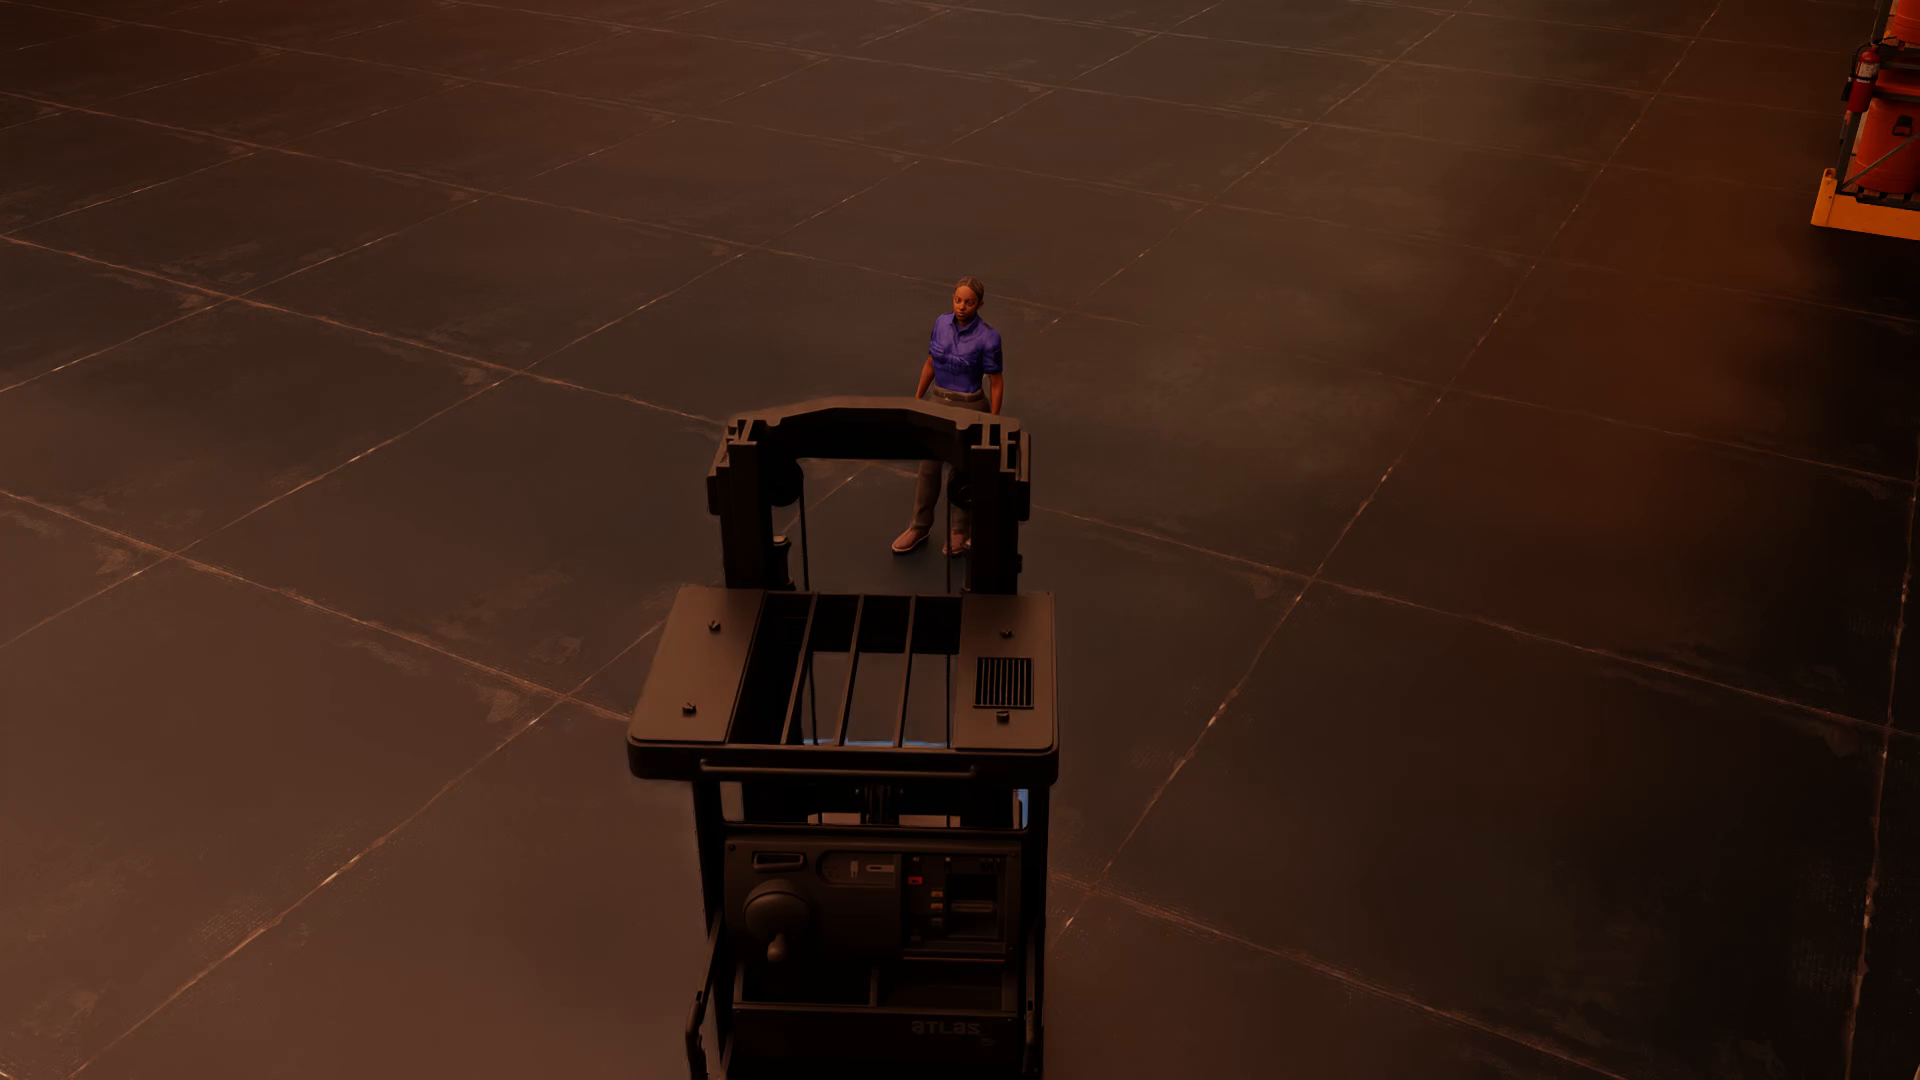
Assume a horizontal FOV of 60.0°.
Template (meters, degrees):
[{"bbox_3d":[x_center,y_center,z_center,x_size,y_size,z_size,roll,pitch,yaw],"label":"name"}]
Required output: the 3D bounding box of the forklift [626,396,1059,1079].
[{"bbox_3d":[-0.279,1.179,5.029,1.130,2.935,3.031,1,30,2],"label":"forklift"}]

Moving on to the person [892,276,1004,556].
[{"bbox_3d":[-0.060,-0.690,9.527,0.569,1.656,0.503,15,33,25],"label":"person"}]
